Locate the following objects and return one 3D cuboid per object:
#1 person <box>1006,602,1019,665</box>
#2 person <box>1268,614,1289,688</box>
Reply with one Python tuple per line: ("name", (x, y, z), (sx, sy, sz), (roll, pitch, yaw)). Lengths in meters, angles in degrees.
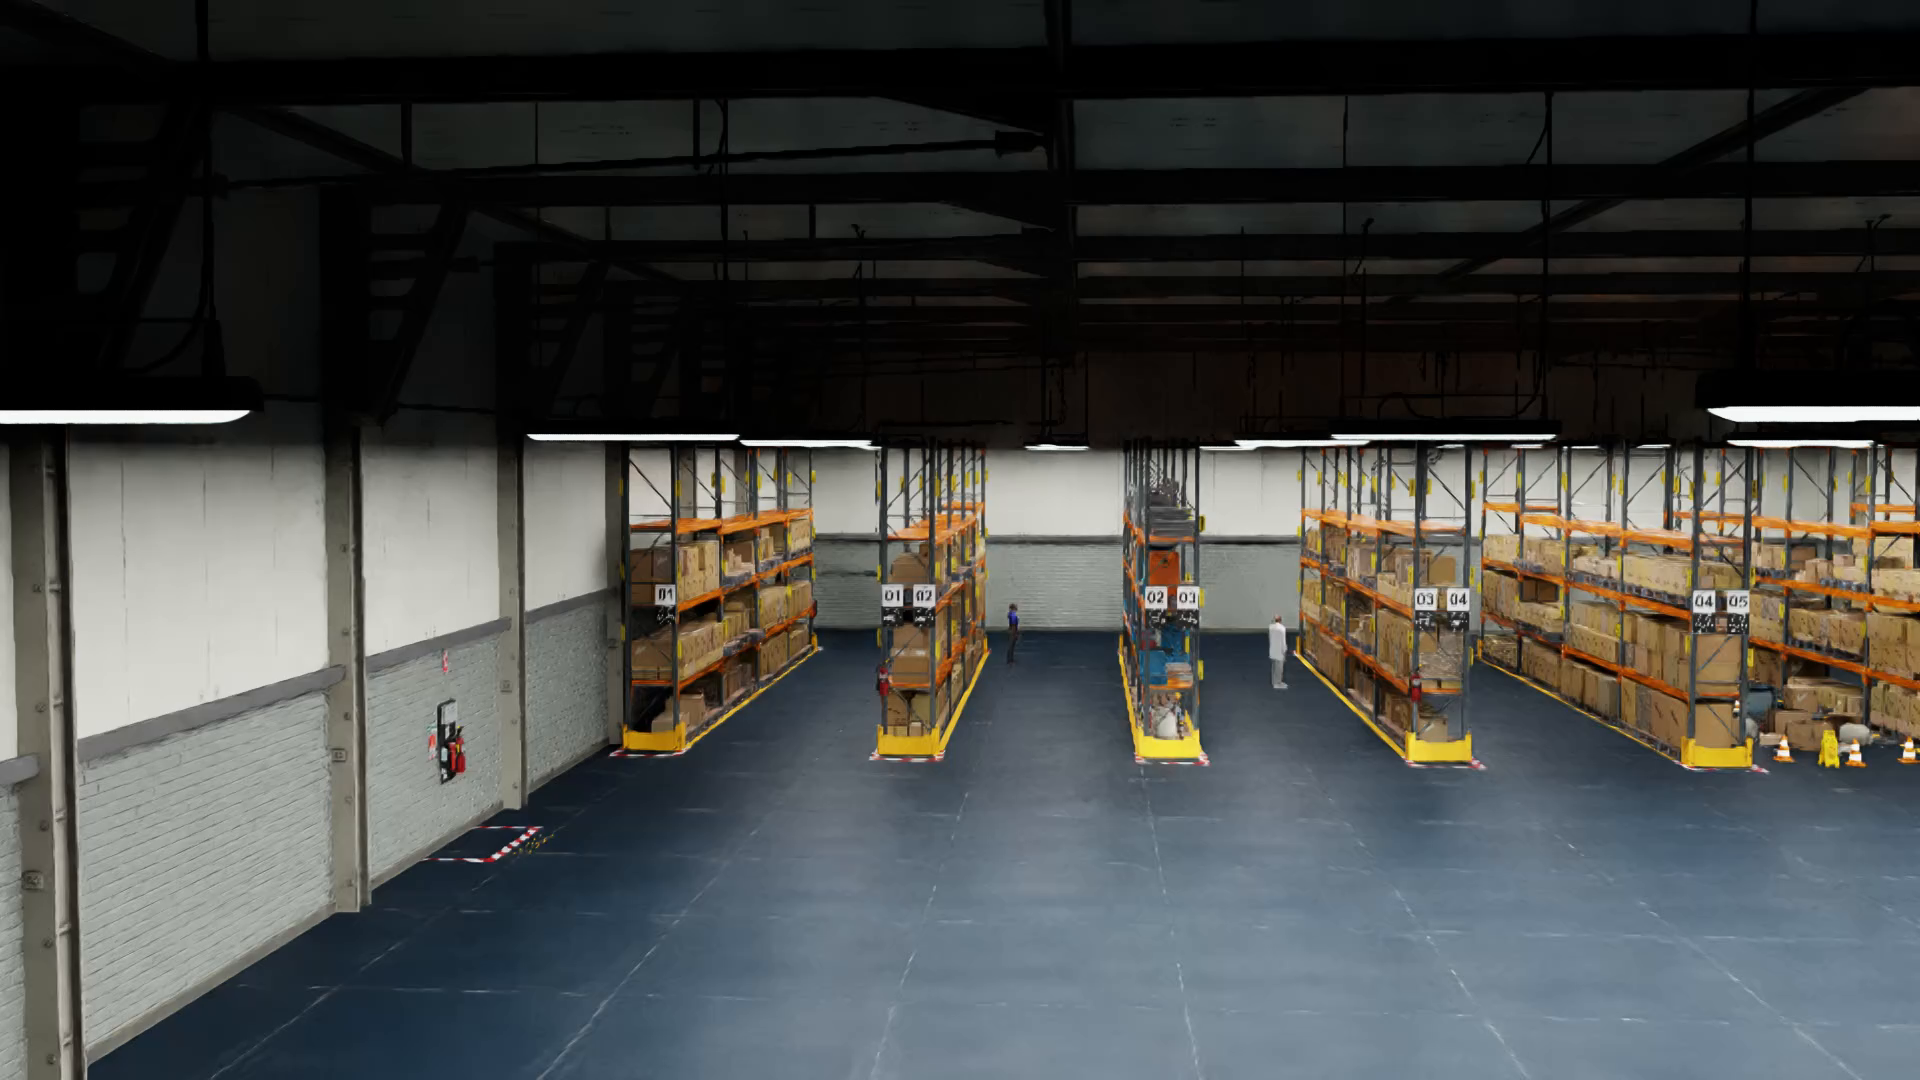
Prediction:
("person", (1.412, 2.496, 44.547), (0.375, 1.665, 0.608), (0, 3, -9))
("person", (7.718, 2.665, 40.220), (0.507, 1.785, 0.645), (-2, 3, -29))
